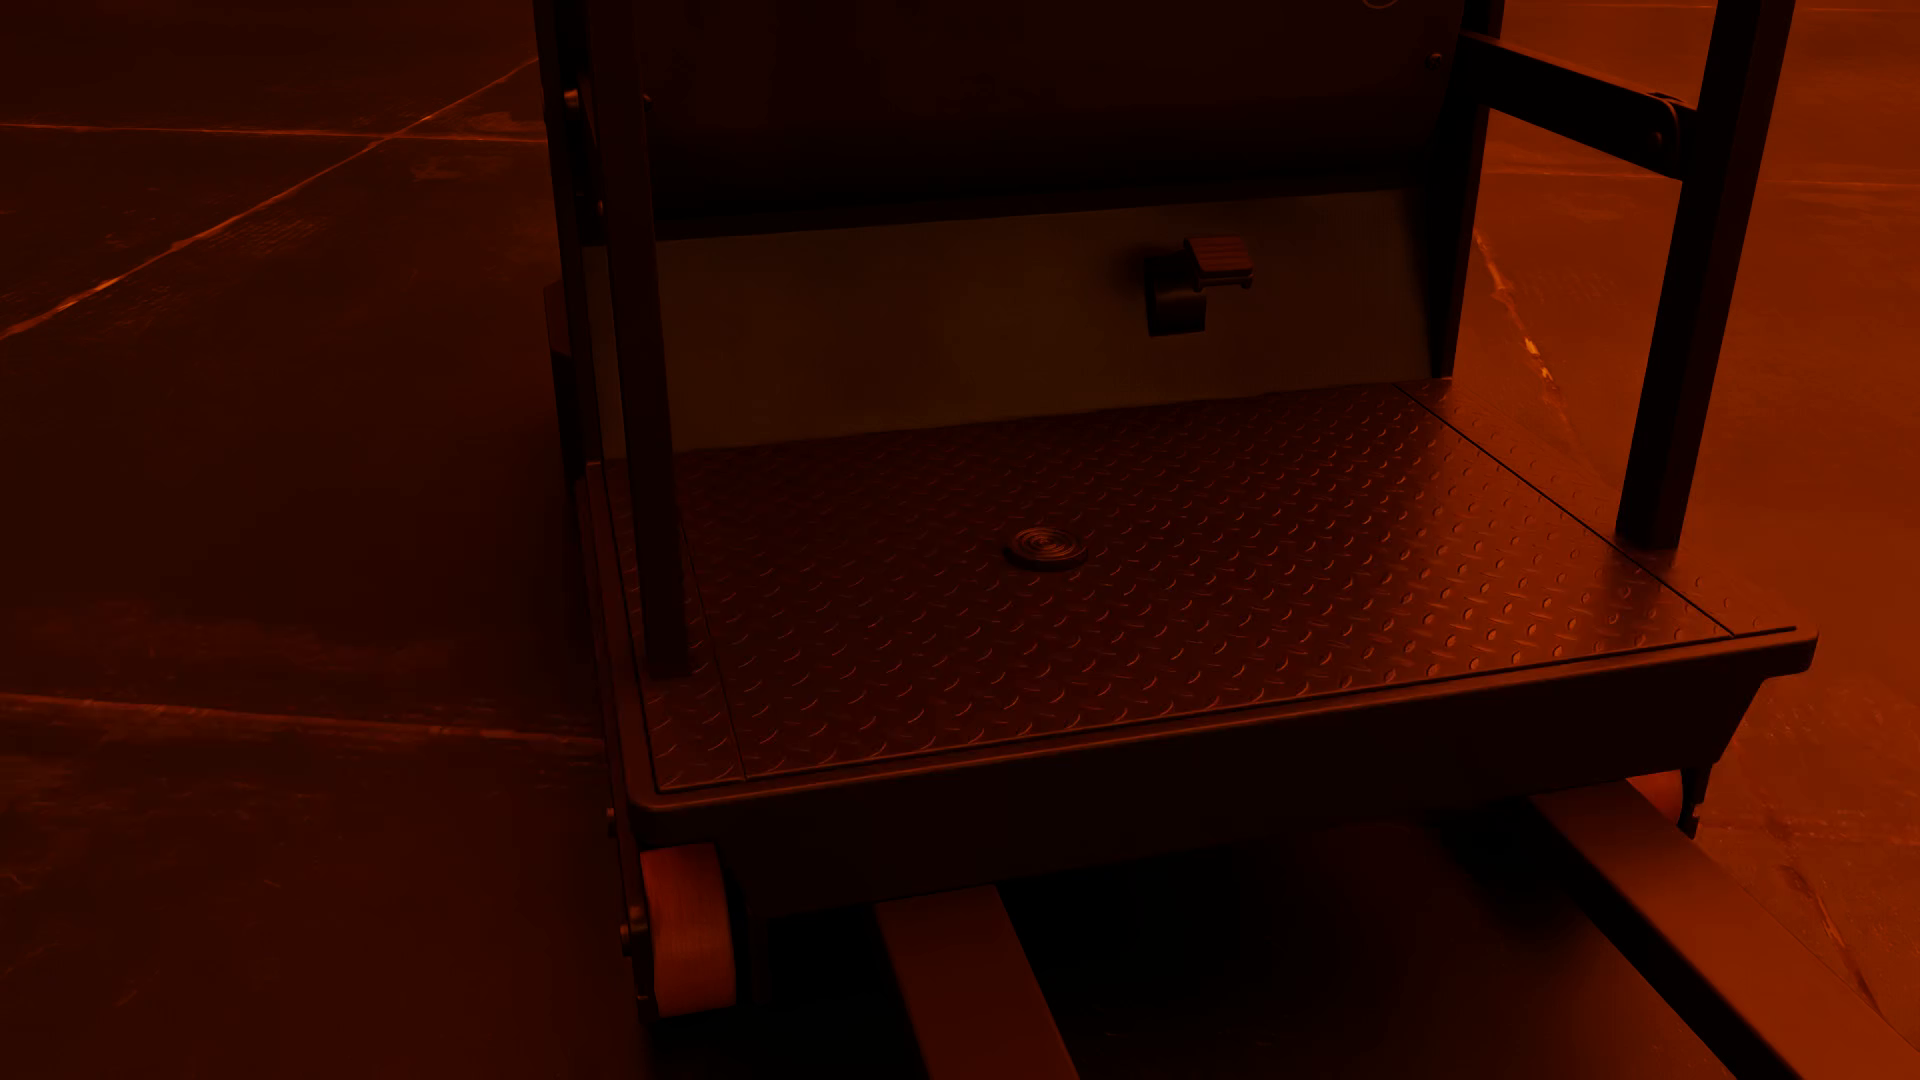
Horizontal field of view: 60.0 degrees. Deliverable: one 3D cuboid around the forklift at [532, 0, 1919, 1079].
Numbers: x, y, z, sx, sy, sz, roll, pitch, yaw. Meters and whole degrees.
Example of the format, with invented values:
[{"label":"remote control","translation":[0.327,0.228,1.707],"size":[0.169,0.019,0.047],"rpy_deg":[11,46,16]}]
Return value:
[{"label":"forklift","translation":[0.153,-1.049,1.319],"size":[1.130,2.935,3.031],"rpy_deg":[-7,27,-13]}]
